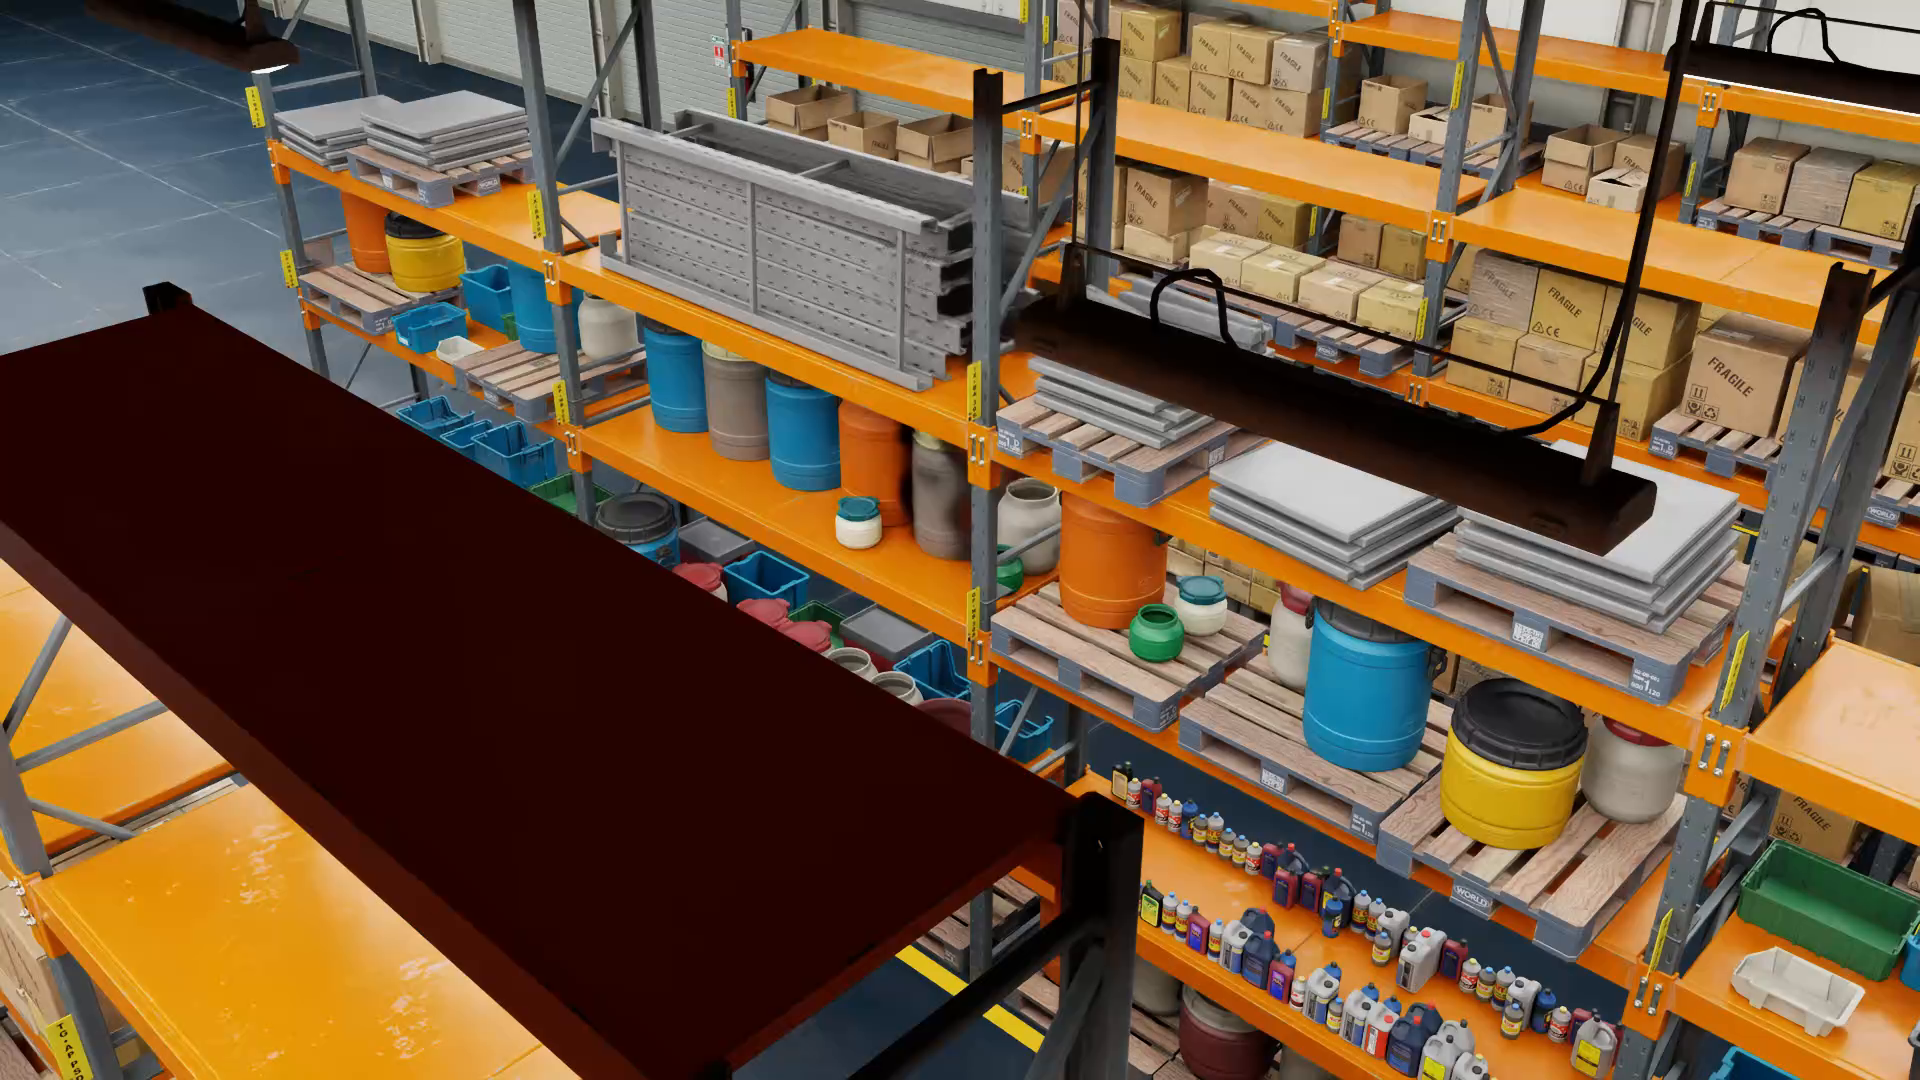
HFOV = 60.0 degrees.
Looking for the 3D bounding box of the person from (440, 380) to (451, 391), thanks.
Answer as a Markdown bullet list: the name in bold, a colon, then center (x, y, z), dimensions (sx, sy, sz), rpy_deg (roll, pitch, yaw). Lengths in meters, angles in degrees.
- **person**: center (-5.771, -2.502, 19.042), dimensions (1.010, 1.719, 0.697), rpy_deg (-9, 31, -16)
